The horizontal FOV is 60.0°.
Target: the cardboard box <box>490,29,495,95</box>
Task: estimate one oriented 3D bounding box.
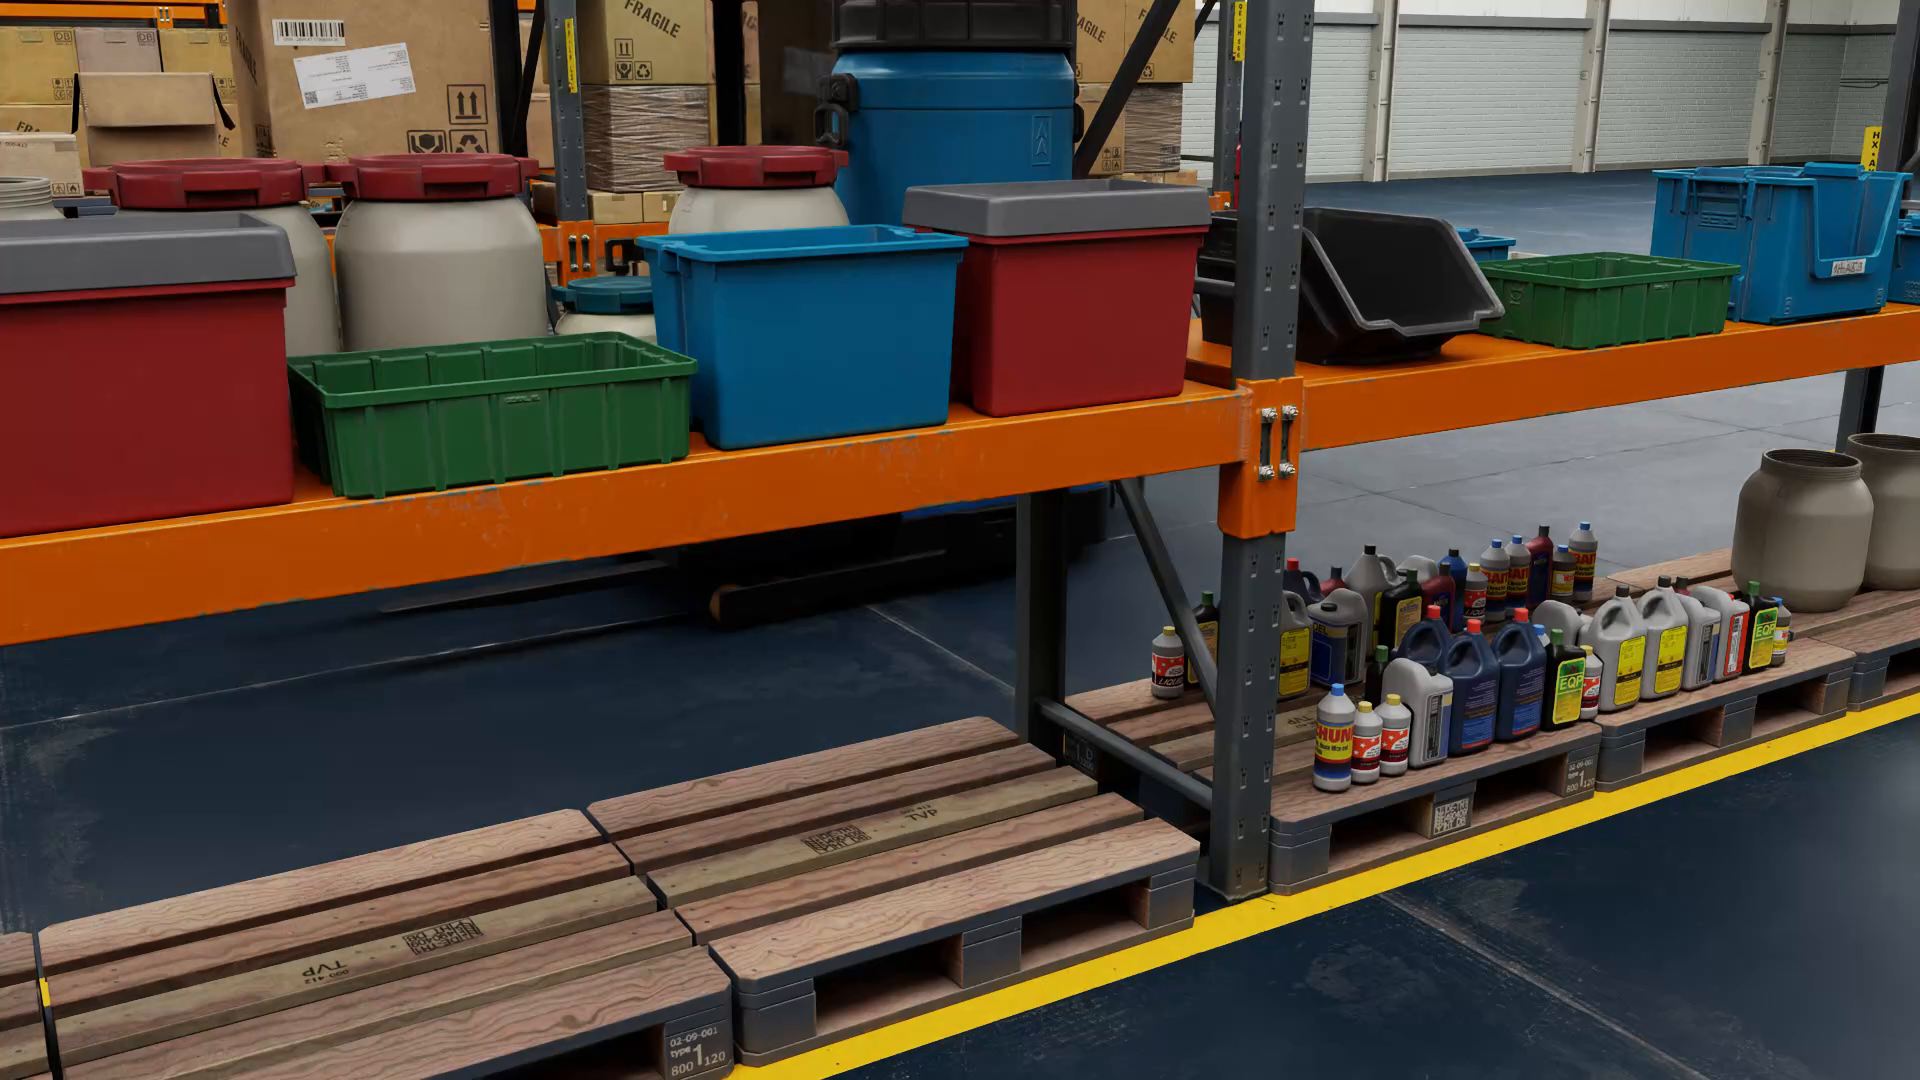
[{"bbox_3d":[-3.804,-3.702,12.780,0.550,0.550,0.875,-9,18,-30],"label":"cardboard box"}]

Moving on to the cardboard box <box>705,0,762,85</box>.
[{"bbox_3d":[-1.138,-2.548,8.353,0.500,0.500,0.500,-9,18,-30],"label":"cardboard box"}]

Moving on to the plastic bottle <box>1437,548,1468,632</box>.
[{"bbox_3d":[1.630,0.160,5.521,0.097,0.271,0.097,0,16,0],"label":"plastic bottle"}]

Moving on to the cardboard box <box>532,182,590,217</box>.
[{"bbox_3d":[-2.049,-1.778,8.662,0.250,0.149,0.380,-9,18,-30],"label":"cardboard box"}]

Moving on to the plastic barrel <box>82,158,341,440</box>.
[{"bbox_3d":[-1.464,-0.476,3.301,0.433,0.535,0.433,0,16,0],"label":"plastic barrel"}]

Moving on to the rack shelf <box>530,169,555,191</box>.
[{"bbox_3d":[-2.835,-2.895,13.512,4.000,0.370,1.077,-9,18,-30],"label":"rack shelf"}]

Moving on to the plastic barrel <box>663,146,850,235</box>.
[{"bbox_3d":[-0.464,-0.639,3.879,0.433,0.535,0.433,0,16,0],"label":"plastic barrel"}]

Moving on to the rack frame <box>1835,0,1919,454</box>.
[{"bbox_3d":[3.898,-1.211,6.174,0.127,3.000,1.000,-9,18,-30],"label":"rack frame"}]

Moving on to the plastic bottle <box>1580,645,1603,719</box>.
[{"bbox_3d":[1.791,0.404,4.781,0.097,0.201,0.097,0,16,0],"label":"plastic bottle"}]

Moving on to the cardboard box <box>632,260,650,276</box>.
[{"bbox_3d":[-2.421,-2.466,13.807,0.875,0.875,0.875,-10,18,-31],"label":"cardboard box"}]

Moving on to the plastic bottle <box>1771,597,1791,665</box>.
[{"bbox_3d":[2.549,0.281,5.220,0.097,0.201,0.097,0,16,0],"label":"plastic bottle"}]

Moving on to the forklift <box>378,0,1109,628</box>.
[{"bbox_3d":[-0.883,-1.243,6.414,3.031,2.935,1.130,-10,18,-31],"label":"forklift"}]

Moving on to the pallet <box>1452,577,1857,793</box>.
[{"bbox_3d":[2.113,0.433,5.475,1.213,0.211,1.003,-9,18,-30],"label":"pallet"}]

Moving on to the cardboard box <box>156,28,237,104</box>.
[{"bbox_3d":[-5.412,-3.350,11.766,0.500,0.500,0.700,-10,18,-31],"label":"cardboard box"}]

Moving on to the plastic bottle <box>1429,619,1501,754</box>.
[{"bbox_3d":[1.374,0.392,4.547,0.185,0.351,0.144,-9,18,-28],"label":"plastic bottle"}]

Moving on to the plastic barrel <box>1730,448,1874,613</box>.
[{"bbox_3d":[2.943,-0.037,5.815,0.421,0.512,0.421,0,16,0],"label":"plastic barrel"}]

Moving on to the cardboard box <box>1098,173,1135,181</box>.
[{"bbox_3d":[0.806,-2.068,9.695,0.250,0.149,0.380,-9,18,-30],"label":"cardboard box"}]

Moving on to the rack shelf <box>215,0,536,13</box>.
[{"bbox_3d":[-5.471,-5.470,17.142,4.000,0.370,1.077,-9,18,-30],"label":"rack shelf"}]

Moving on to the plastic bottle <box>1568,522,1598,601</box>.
[{"bbox_3d":[2.183,0.070,5.841,0.097,0.271,0.097,0,16,0],"label":"plastic bottle"}]

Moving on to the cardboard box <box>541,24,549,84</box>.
[{"bbox_3d":[-1.838,-2.600,8.540,0.500,0.500,0.500,-9,18,-30],"label":"cardboard box"}]

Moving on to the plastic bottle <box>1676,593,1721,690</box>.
[{"bbox_3d":[2.200,0.293,5.039,0.135,0.276,0.152,-10,18,-31],"label":"plastic bottle"}]

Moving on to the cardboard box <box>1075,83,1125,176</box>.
[{"bbox_3d":[0.494,-2.381,9.612,0.500,0.500,0.875,-9,18,-30],"label":"cardboard box"}]

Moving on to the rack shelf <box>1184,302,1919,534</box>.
[{"bbox_3d":[2.183,-0.587,5.280,4.000,0.370,1.077,-9,18,-30],"label":"rack shelf"}]

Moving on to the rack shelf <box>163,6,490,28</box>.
[{"bbox_3d":[-8.031,-6.618,21.237,4.000,0.370,1.077,-9,18,-30],"label":"rack shelf"}]

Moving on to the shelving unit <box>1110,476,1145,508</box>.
[{"bbox_3d":[0.586,-0.681,7.618,0.503,1.200,0.258,-10,18,-31],"label":"shelving unit"}]

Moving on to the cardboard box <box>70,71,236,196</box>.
[{"bbox_3d":[-3.520,-1.791,7.272,0.637,0.503,0.797,-7,17,-24],"label":"cardboard box"}]

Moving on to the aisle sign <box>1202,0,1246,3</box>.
[{"bbox_3d":[1.554,-3.548,9.694,0.004,0.787,0.394,-9,18,-30],"label":"aisle sign"}]

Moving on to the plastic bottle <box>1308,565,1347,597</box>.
[{"bbox_3d":[1.155,0.225,5.266,0.133,0.283,0.061,-8,17,-26],"label":"plastic bottle"}]

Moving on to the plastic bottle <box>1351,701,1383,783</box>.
[{"bbox_3d":[1.055,0.523,4.356,0.097,0.201,0.097,0,16,0],"label":"plastic bottle"}]

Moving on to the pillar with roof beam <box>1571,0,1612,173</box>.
[{"bbox_3d":[15.412,-11.139,30.474,0.400,9.000,9.100,-9,18,-30],"label":"pillar with roof beam"}]

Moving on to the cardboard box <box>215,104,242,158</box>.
[{"bbox_3d":[-5.293,-2.807,11.679,0.500,0.500,0.500,-9,18,-30],"label":"cardboard box"}]

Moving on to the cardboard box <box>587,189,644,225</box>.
[{"bbox_3d":[-1.743,-1.641,8.171,0.250,0.149,0.380,-9,18,-30],"label":"cardboard box"}]

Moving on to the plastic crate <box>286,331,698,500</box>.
[{"bbox_3d":[-0.879,-0.246,3.123,0.662,0.188,0.450,-9,18,-30],"label":"plastic crate"}]

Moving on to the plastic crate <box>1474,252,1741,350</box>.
[{"bbox_3d":[1.778,-0.677,4.659,0.662,0.188,0.450,-9,18,-30],"label":"plastic crate"}]

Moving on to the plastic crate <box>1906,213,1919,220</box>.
[{"bbox_3d":[3.623,-1.001,5.699,0.616,0.251,0.499,-9,18,-30],"label":"plastic crate"}]

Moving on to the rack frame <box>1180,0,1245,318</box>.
[{"bbox_3d":[1.347,-2.357,10.262,0.127,3.000,1.000,-9,18,-30],"label":"rack frame"}]

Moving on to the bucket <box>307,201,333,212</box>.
[{"bbox_3d":[-5.621,-2.671,14.630,0.620,0.611,0.726,-13,17,-8],"label":"bucket"}]

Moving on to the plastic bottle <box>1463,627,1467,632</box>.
[{"bbox_3d":[1.436,0.382,4.729,0.097,0.271,0.097,0,16,0],"label":"plastic bottle"}]

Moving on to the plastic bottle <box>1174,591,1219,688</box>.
[{"bbox_3d":[0.711,0.297,5.009,0.133,0.283,0.061,-8,18,-27],"label":"plastic bottle"}]

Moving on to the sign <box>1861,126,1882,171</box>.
[{"bbox_3d":[3.618,-1.473,6.593,0.005,0.325,0.100,-9,18,-30],"label":"sign"}]

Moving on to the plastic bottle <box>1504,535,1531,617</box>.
[{"bbox_3d":[1.889,0.118,5.671,0.097,0.271,0.097,0,16,0],"label":"plastic bottle"}]

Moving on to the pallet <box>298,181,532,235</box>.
[{"bbox_3d":[-2.812,-1.636,8.046,1.213,0.211,1.003,-9,18,-30],"label":"pallet"}]

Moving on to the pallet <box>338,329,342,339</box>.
[{"bbox_3d":[-5.172,-1.496,12.354,1.213,0.211,1.003,-9,18,-30],"label":"pallet"}]

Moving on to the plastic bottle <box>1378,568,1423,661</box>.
[{"bbox_3d":[1.389,0.233,5.239,0.133,0.283,0.061,-9,18,-30],"label":"plastic bottle"}]

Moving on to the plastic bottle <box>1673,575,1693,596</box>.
[{"bbox_3d":[2.264,0.245,5.194,0.133,0.283,0.061,-9,18,-30],"label":"plastic bottle"}]
